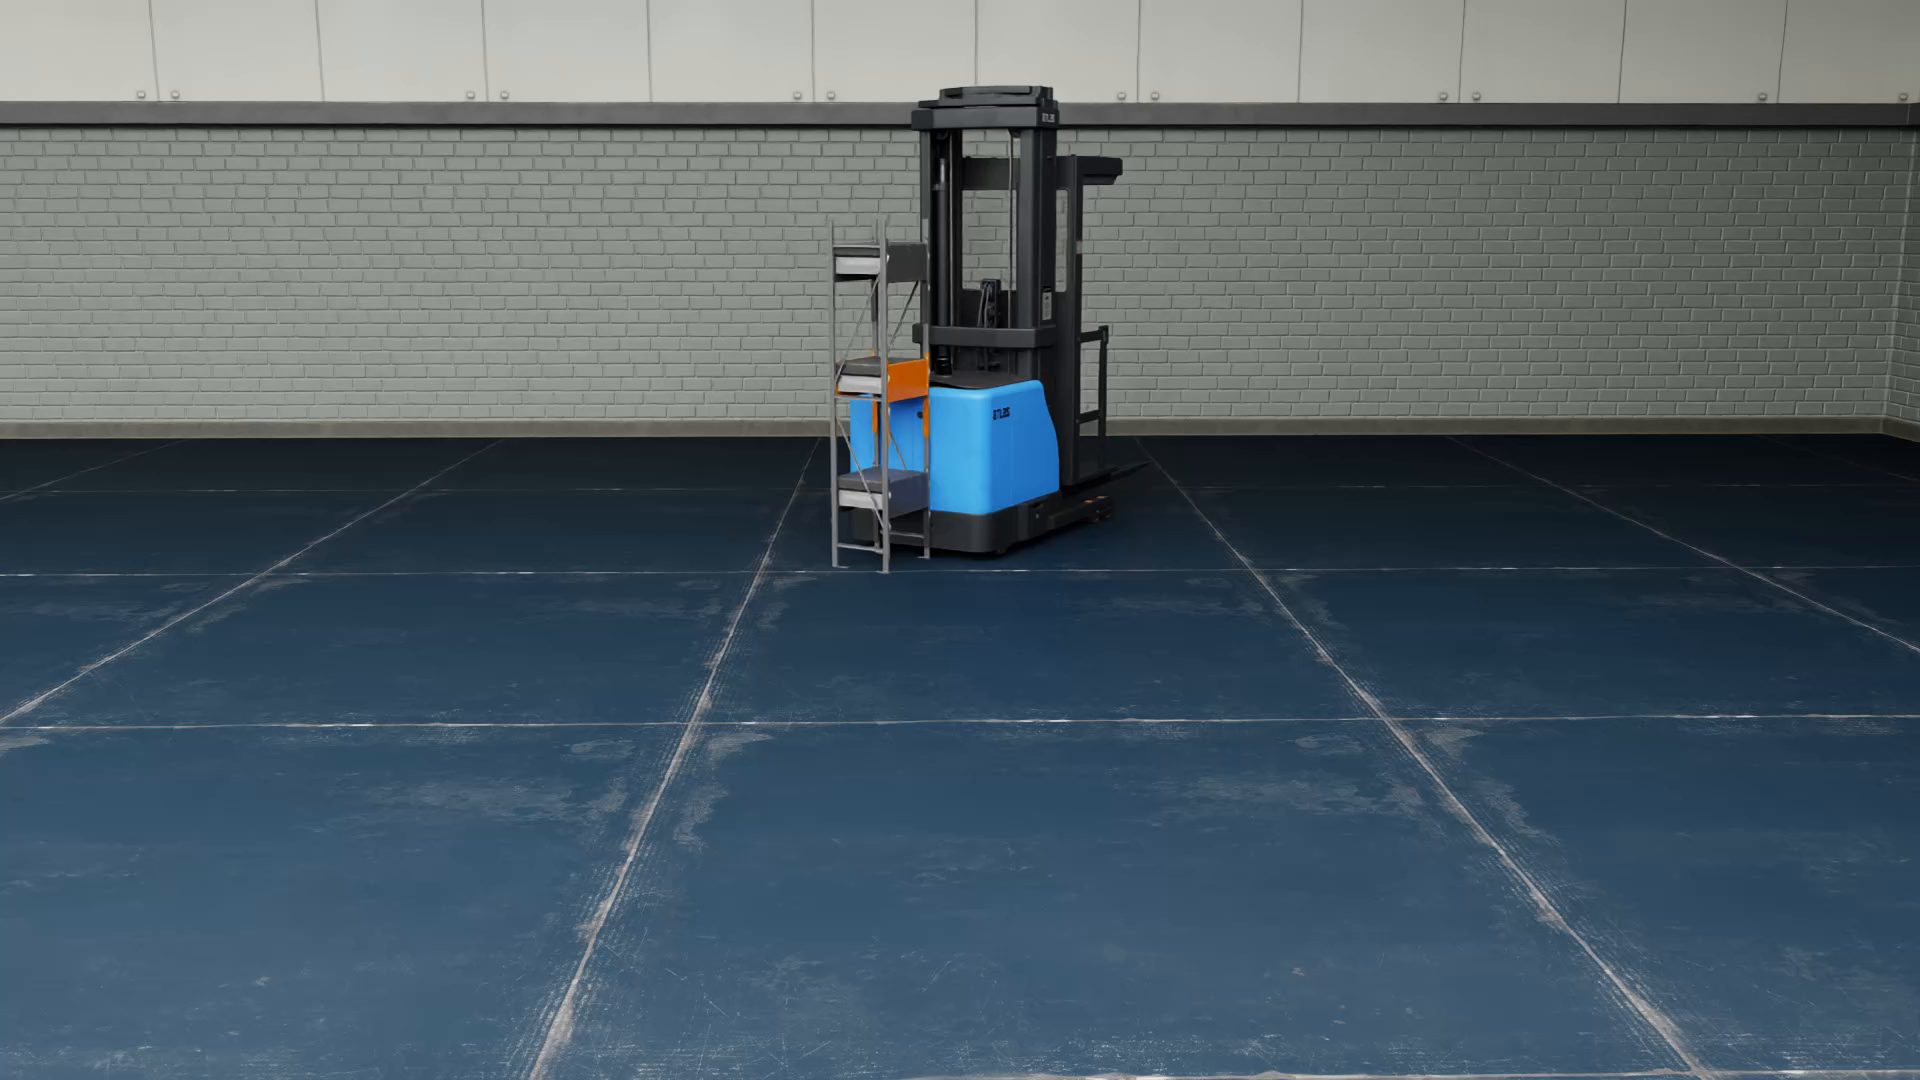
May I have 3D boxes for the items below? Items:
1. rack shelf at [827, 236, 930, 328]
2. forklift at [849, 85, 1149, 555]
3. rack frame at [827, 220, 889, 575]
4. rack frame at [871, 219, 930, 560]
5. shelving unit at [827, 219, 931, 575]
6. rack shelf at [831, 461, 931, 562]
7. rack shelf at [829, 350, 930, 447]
[{"bbox_3d":[-0.486,-1.556,9.996,0.431,0.518,0.480,6,13,29],"label":"rack shelf"},{"bbox_3d":[0.438,-1.592,11.535,1.130,2.935,3.031,6,13,29],"label":"forklift"},{"bbox_3d":[-0.605,-0.841,9.924,0.400,2.100,0.015,6,13,29],"label":"rack frame"},{"bbox_3d":[-0.367,-0.926,10.341,0.400,2.100,0.015,6,13,29],"label":"rack frame"},{"bbox_3d":[-0.486,-0.883,10.132,0.431,2.100,0.503,6,13,29],"label":"shelving unit"},{"bbox_3d":[-0.486,-0.184,10.274,0.431,0.518,0.480,6,13,29],"label":"rack shelf"},{"bbox_3d":[-0.486,-0.870,10.135,0.431,0.518,0.480,6,13,29],"label":"rack shelf"}]
